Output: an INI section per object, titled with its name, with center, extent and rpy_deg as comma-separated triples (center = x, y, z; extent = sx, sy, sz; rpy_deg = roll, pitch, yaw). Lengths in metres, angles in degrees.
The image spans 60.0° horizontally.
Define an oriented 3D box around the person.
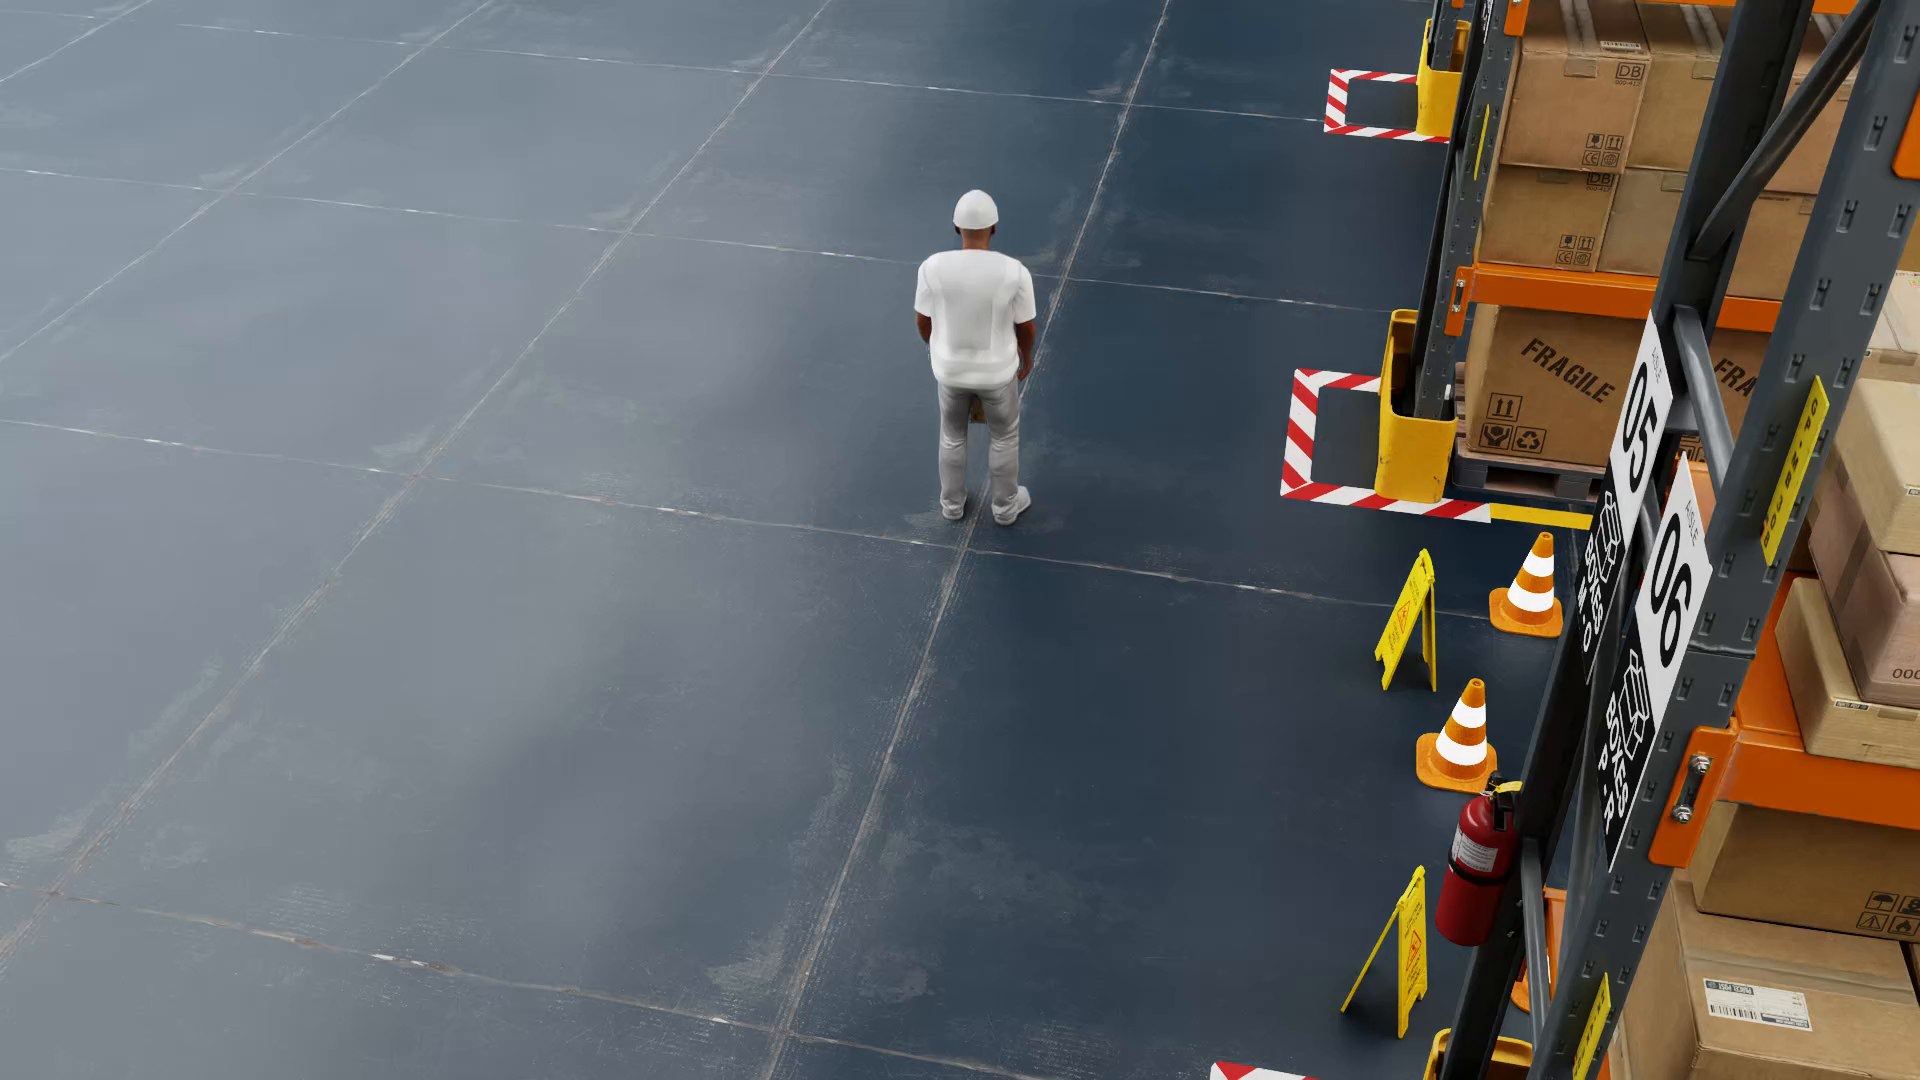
[person]
center = 0.078, -0.855, 8.107
extent = 0.586, 1.766, 0.419
rpy_deg = 7, 37, 9
